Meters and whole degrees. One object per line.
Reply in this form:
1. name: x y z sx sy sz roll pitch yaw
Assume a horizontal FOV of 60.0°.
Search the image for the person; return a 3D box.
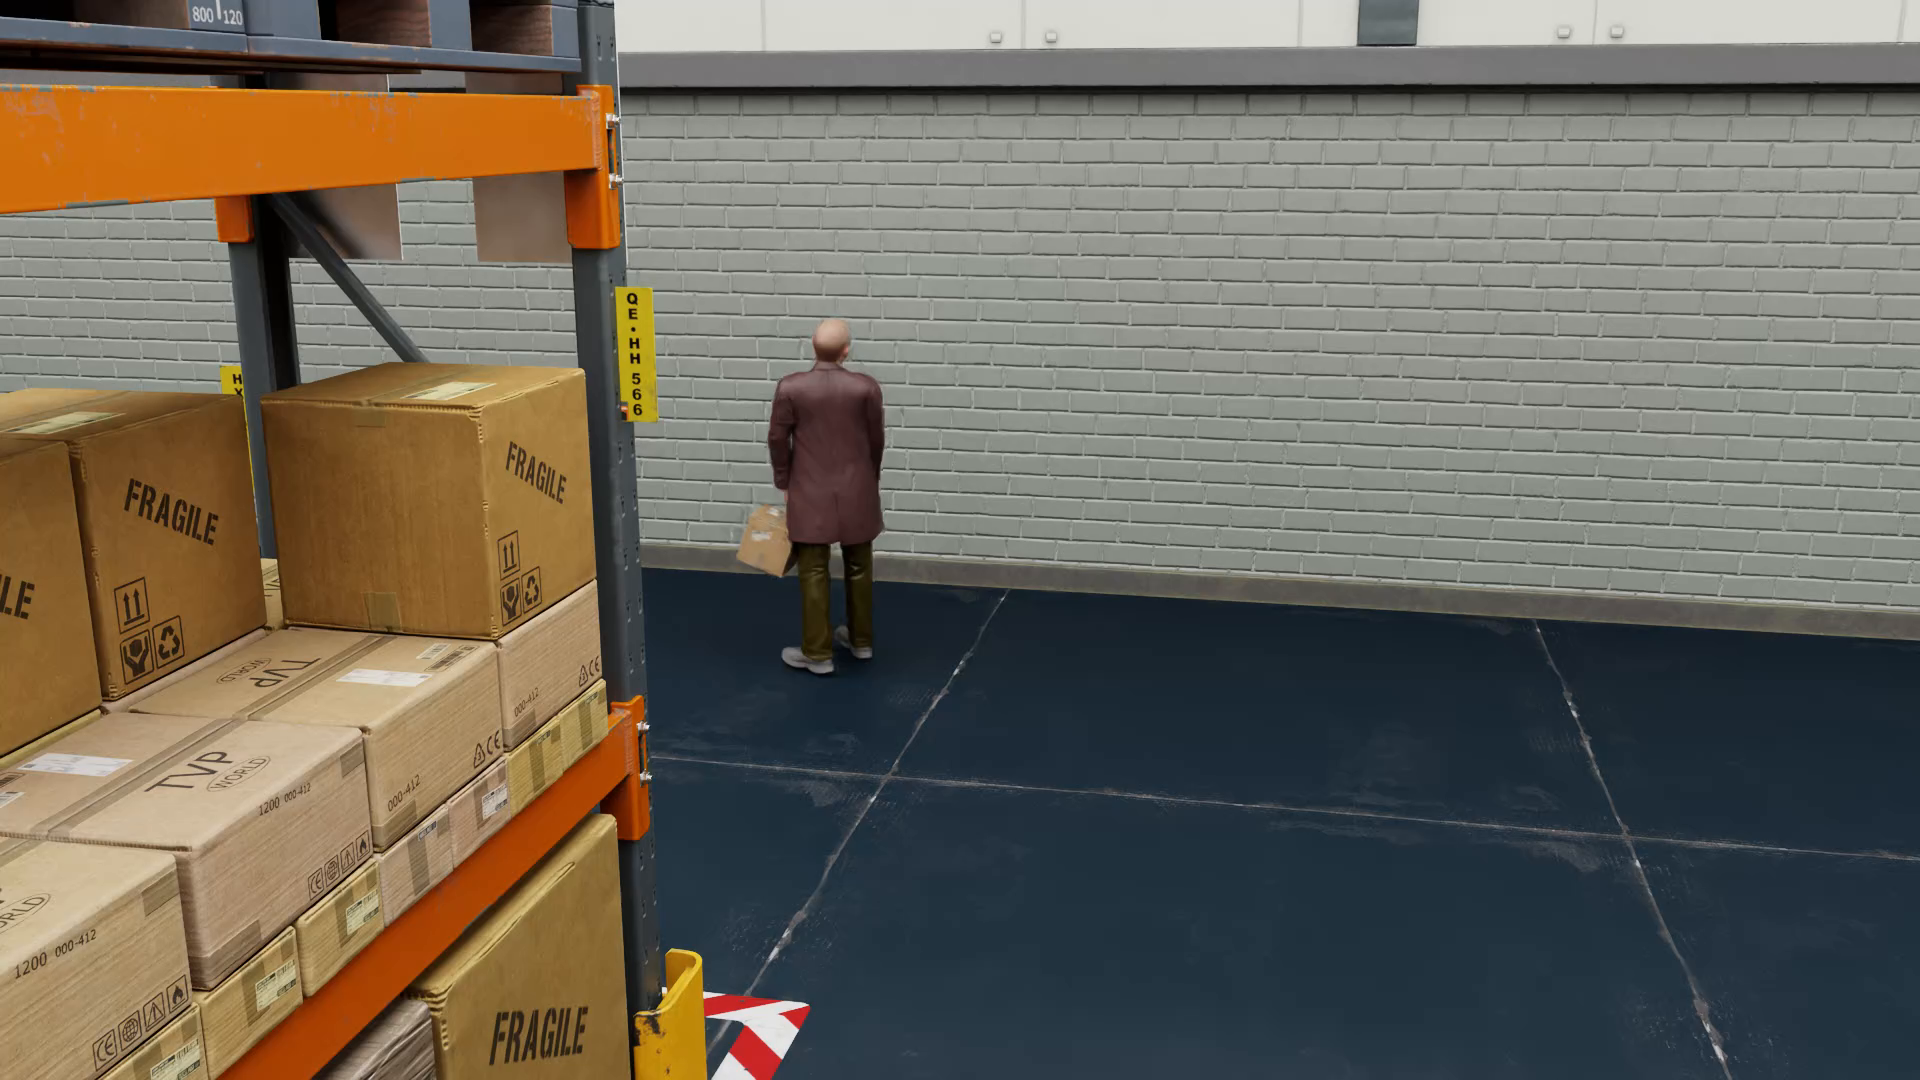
1. person: -0.596 -0.247 8.391 0.663 1.780 0.624 6 15 21
